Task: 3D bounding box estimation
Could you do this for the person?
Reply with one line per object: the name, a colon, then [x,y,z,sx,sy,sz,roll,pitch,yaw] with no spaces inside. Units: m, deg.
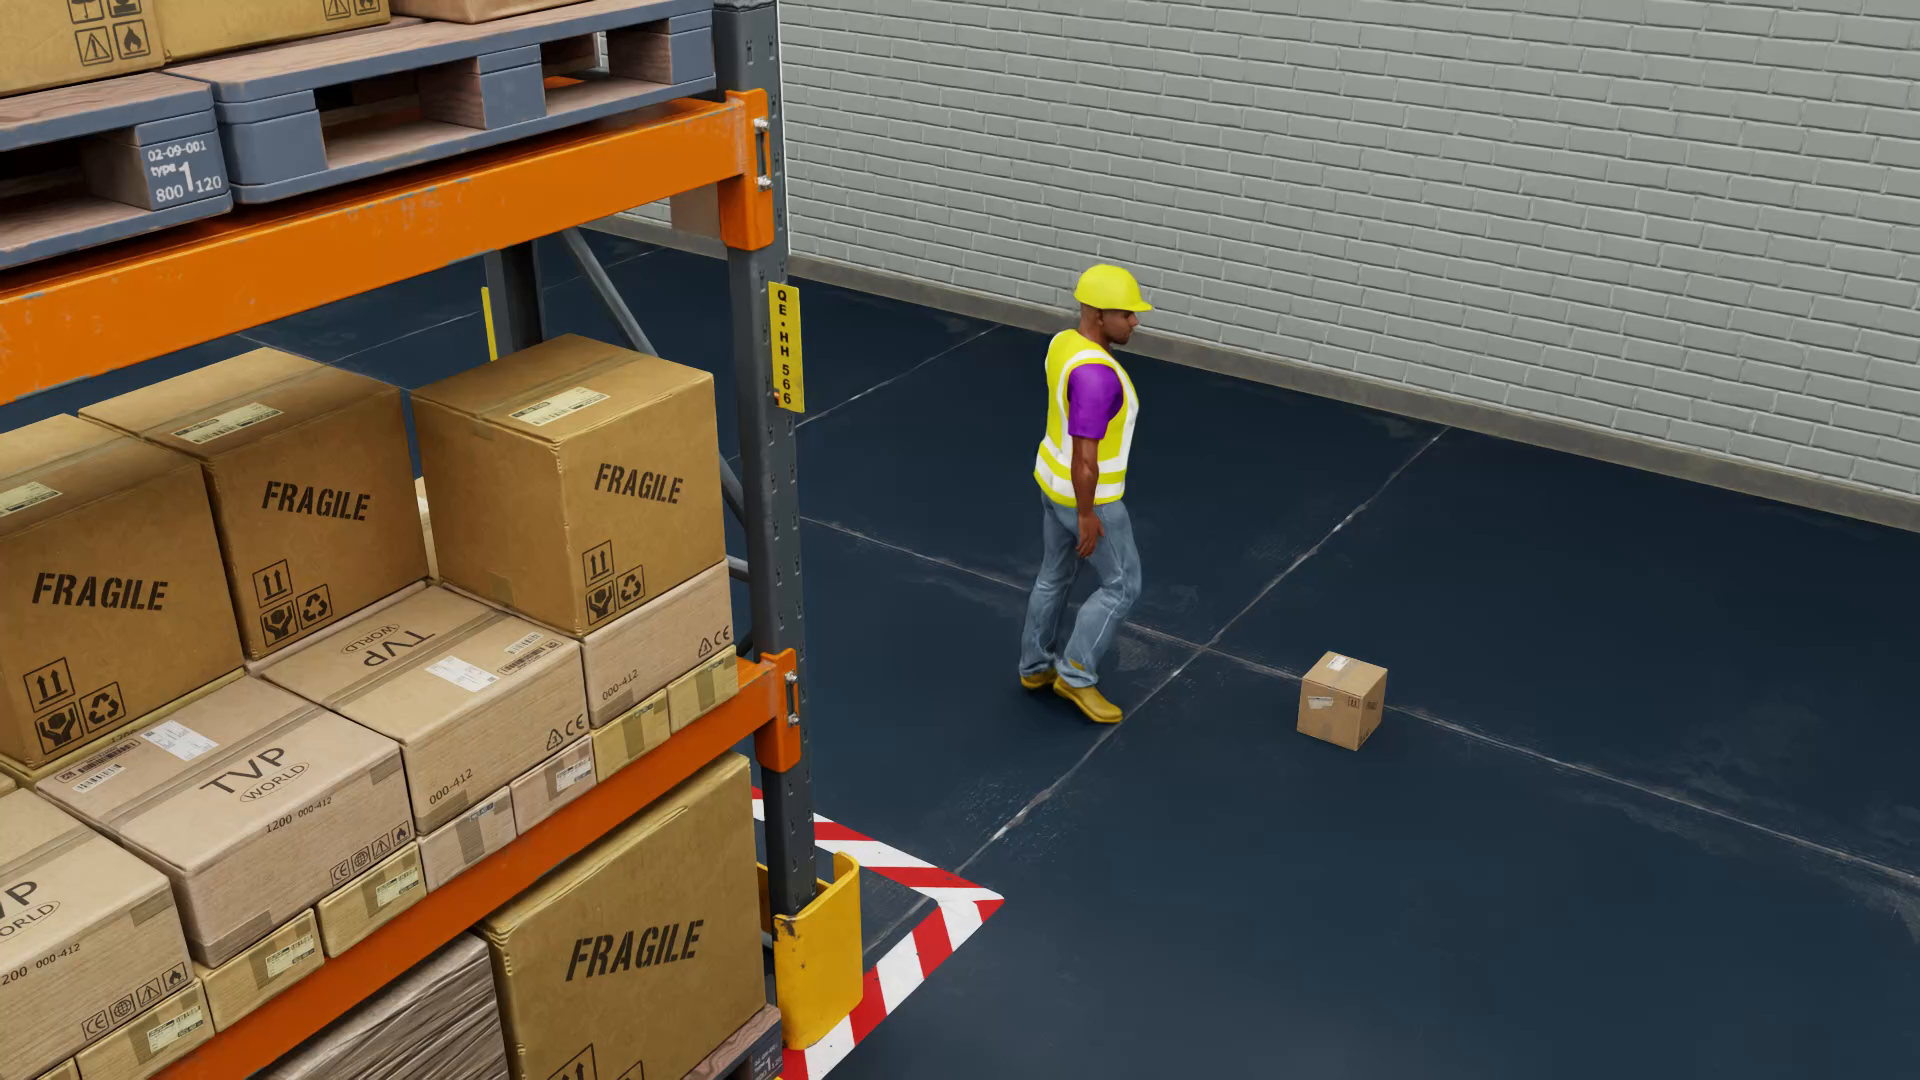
person: [0.486,-0.182,6.445,0.482,1.797,0.598,-6,27,-12]
